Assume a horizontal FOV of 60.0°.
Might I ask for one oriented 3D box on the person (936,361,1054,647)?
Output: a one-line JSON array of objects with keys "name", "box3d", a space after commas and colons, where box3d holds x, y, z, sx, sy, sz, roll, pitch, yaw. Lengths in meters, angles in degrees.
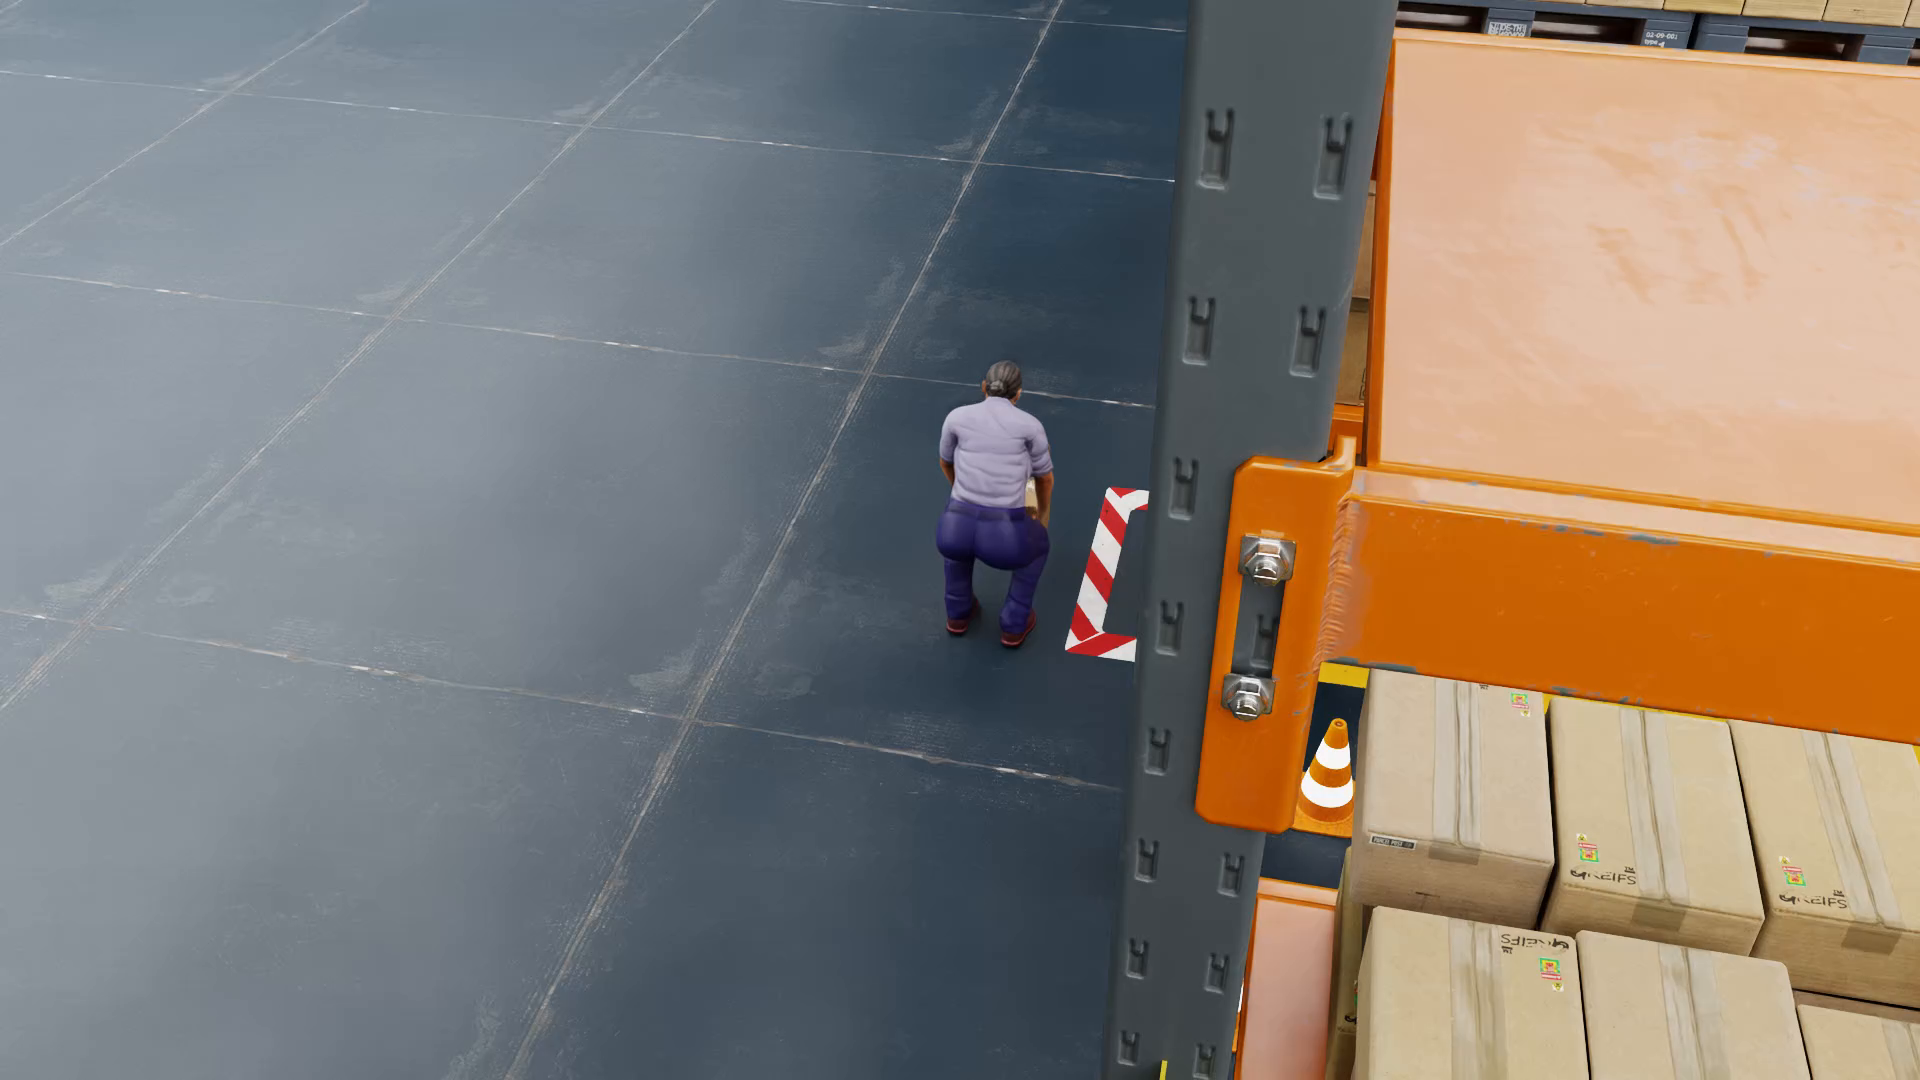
[{"name": "person", "box3d": [0.125, -0.132, 7.507, 0.540, 1.230, 0.727, 11, 38, 14]}]
